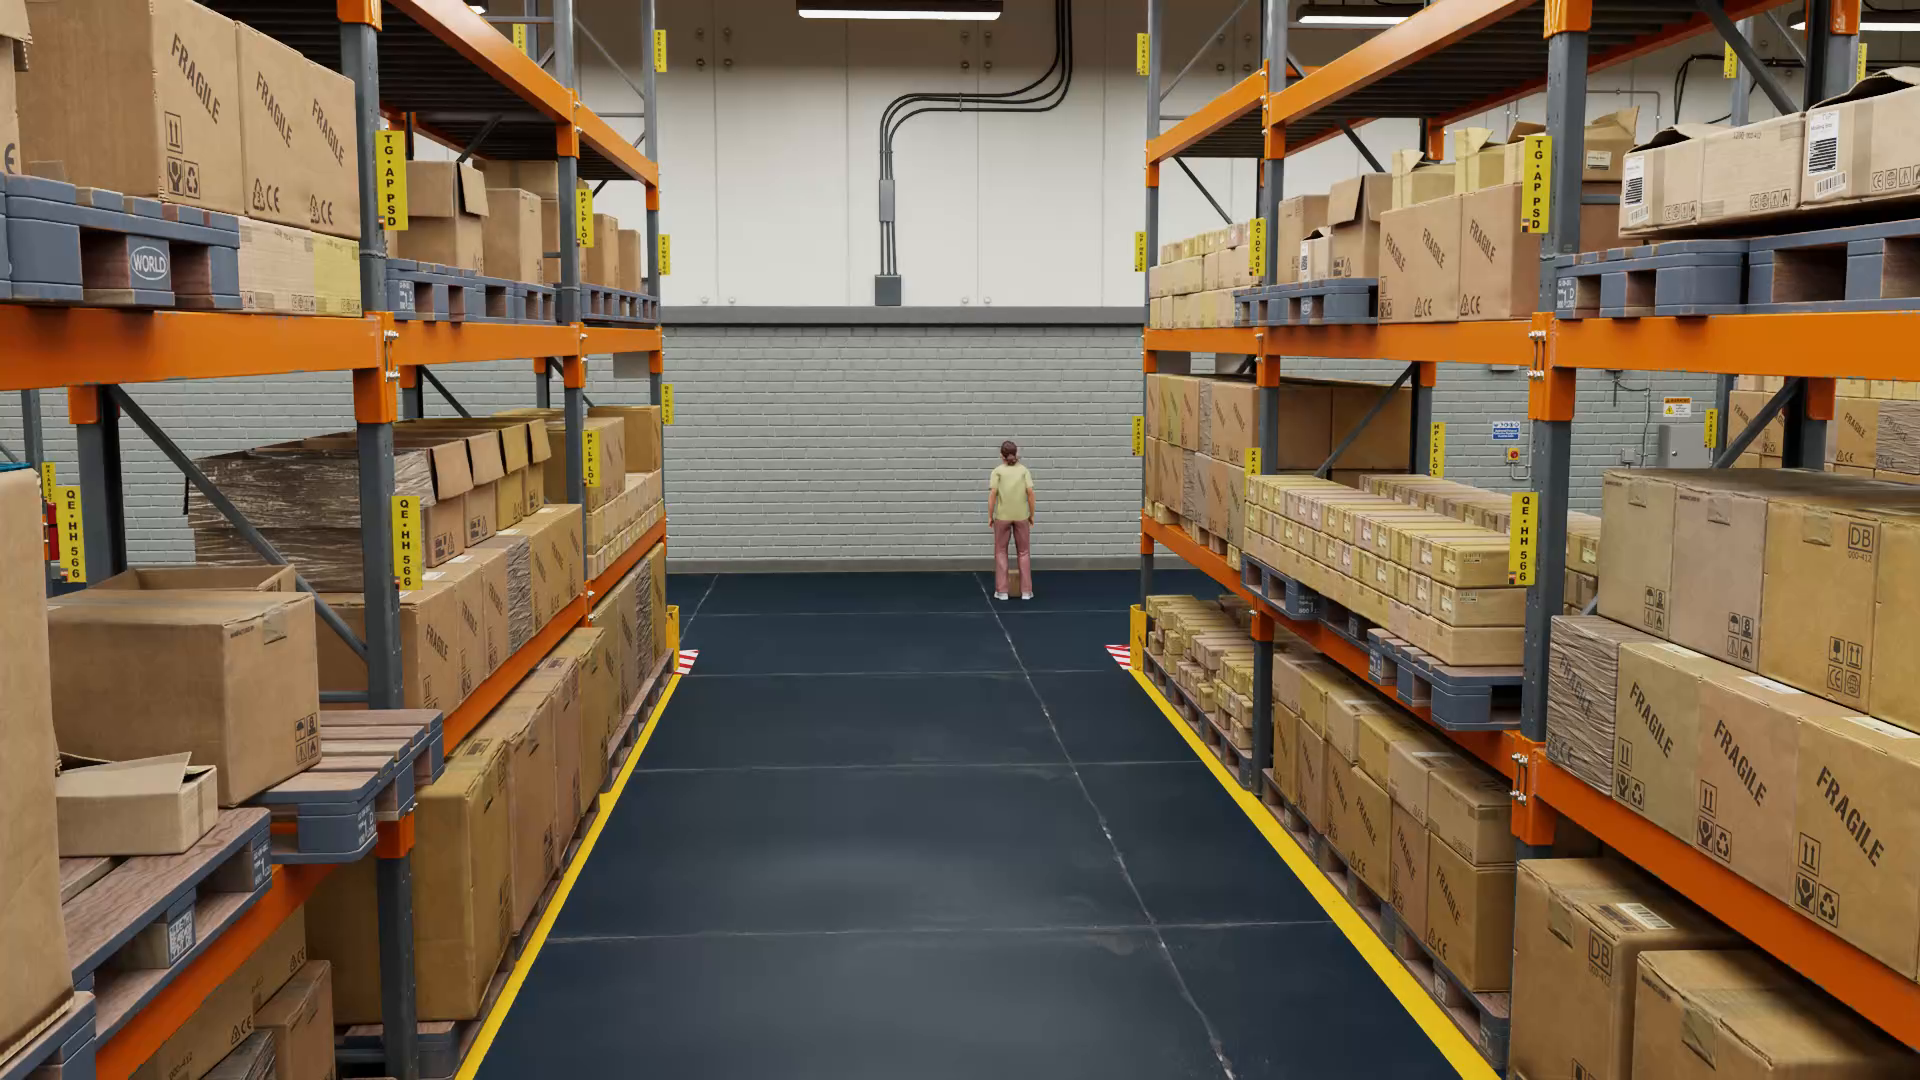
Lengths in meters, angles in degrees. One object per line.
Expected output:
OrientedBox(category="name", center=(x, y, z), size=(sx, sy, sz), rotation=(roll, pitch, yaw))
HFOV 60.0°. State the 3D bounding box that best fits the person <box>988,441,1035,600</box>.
OrientedBox(category="person", center=(0.539, -0.210, 17.489), size=(0.512, 1.671, 0.366), rotation=(-1, 7, -7))
